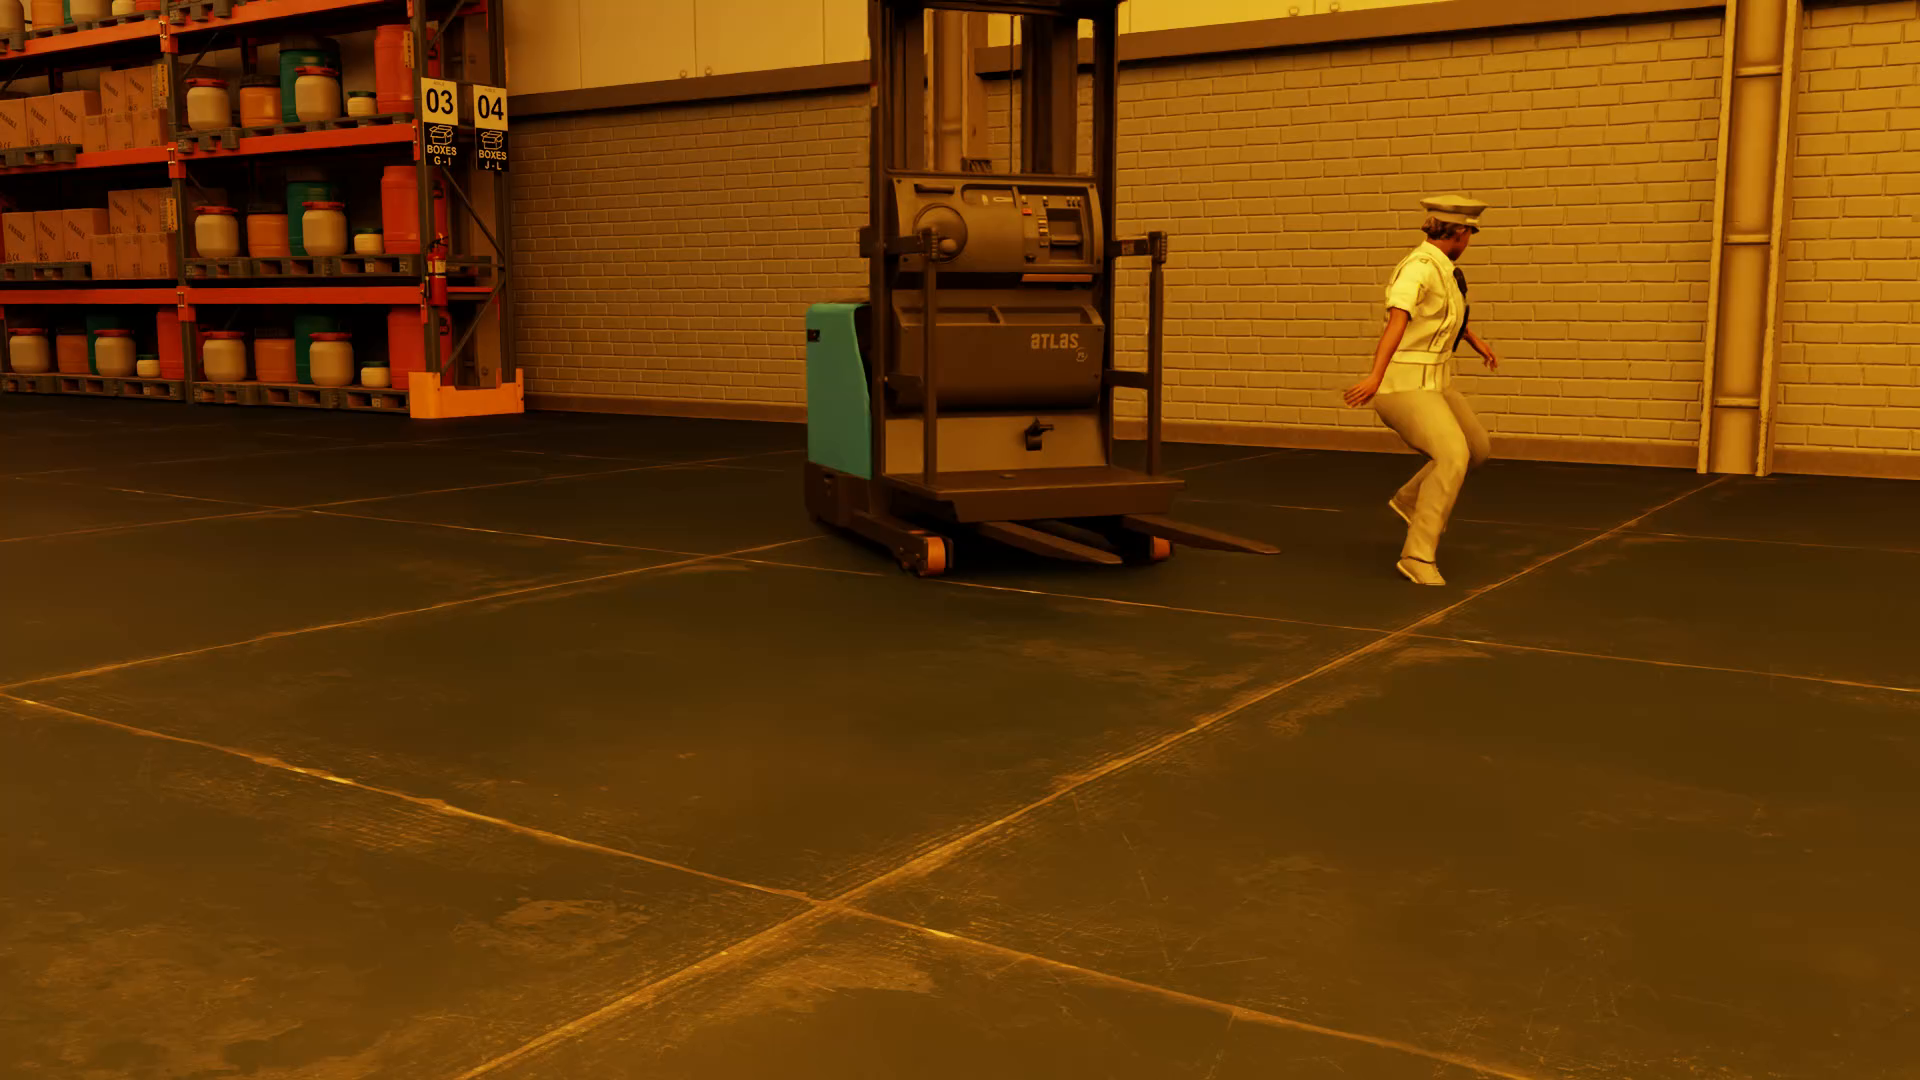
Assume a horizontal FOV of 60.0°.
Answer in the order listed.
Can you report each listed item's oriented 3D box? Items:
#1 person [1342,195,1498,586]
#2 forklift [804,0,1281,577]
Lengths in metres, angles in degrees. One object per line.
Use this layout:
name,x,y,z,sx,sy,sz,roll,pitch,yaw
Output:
person,1.874,-0.595,6.699,0.484,1.563,1.110,4,9,29
forklift,0.246,-1.370,6.827,1.130,2.935,3.031,-3,9,-21
